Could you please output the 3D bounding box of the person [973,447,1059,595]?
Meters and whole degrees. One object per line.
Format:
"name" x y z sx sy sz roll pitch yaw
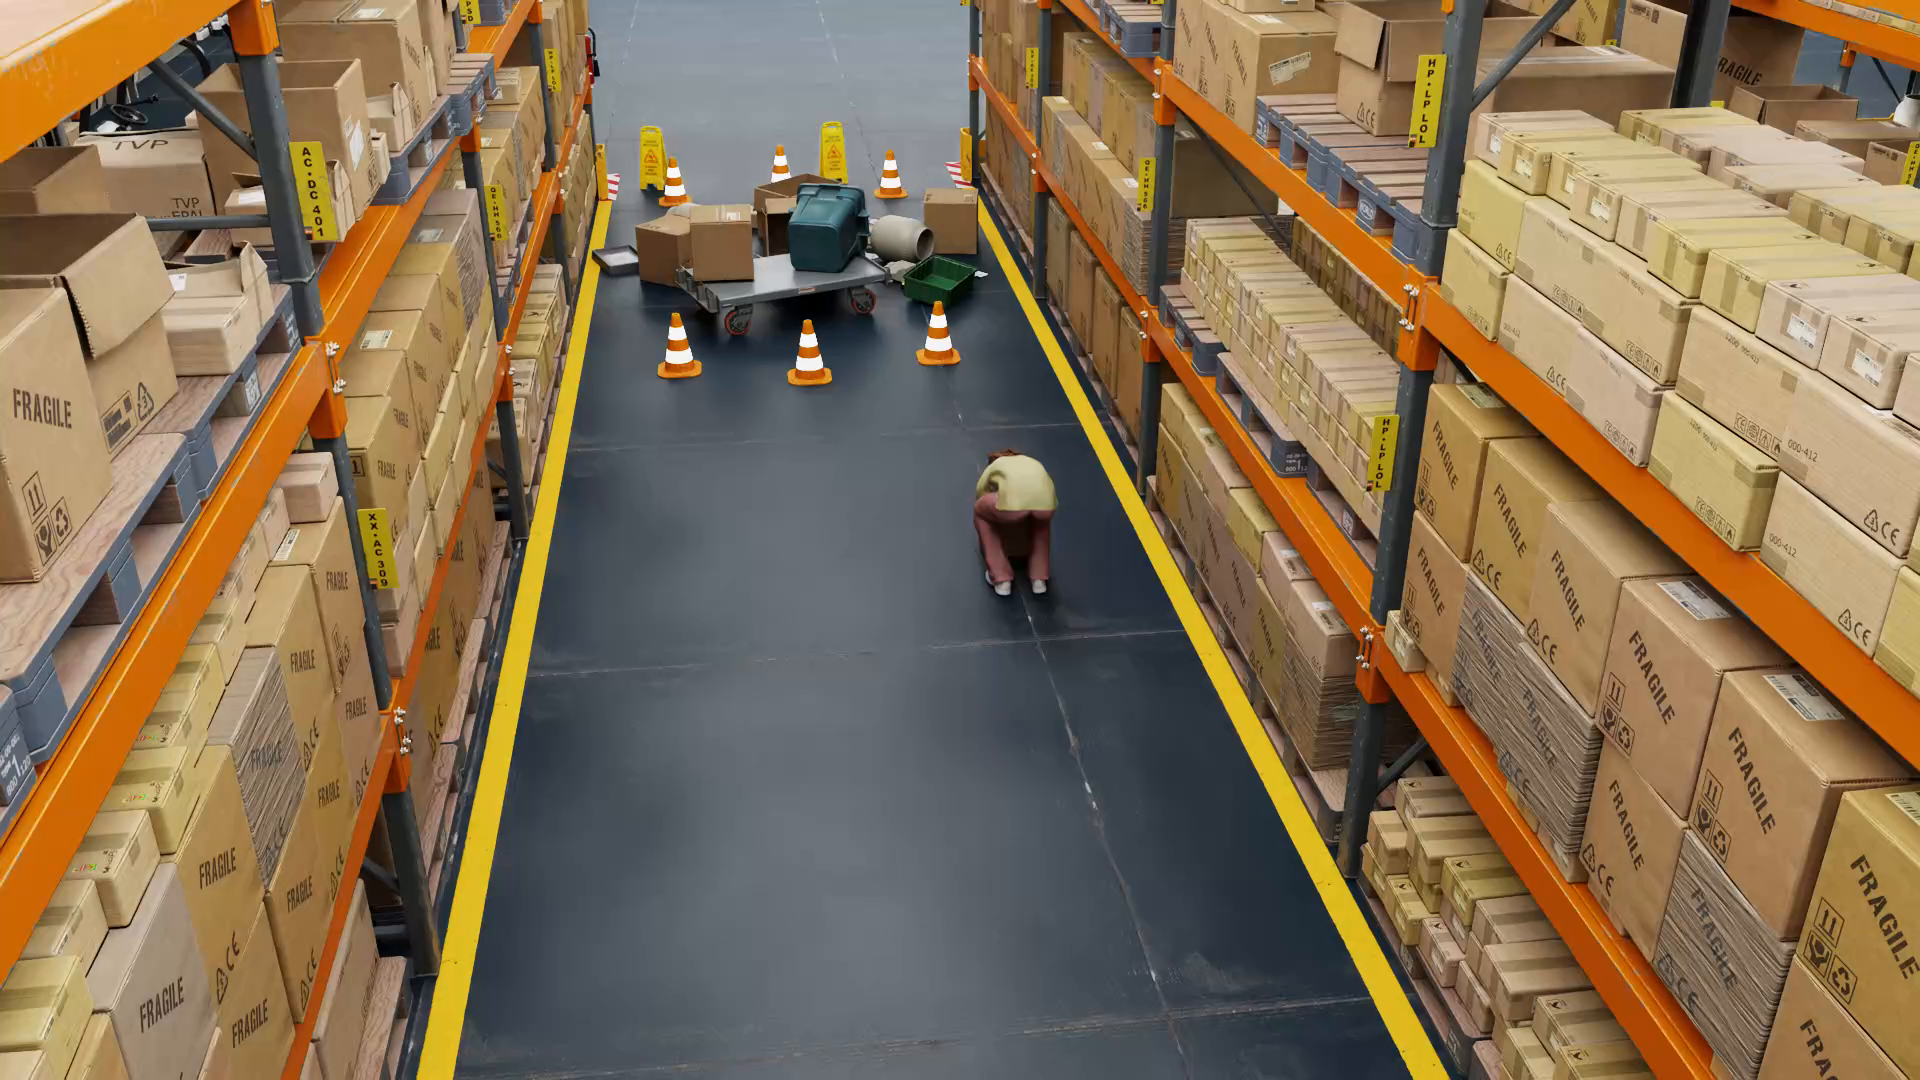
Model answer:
"person" 0.318 -0.149 9.885 0.475 0.818 0.860 -5 28 -9
